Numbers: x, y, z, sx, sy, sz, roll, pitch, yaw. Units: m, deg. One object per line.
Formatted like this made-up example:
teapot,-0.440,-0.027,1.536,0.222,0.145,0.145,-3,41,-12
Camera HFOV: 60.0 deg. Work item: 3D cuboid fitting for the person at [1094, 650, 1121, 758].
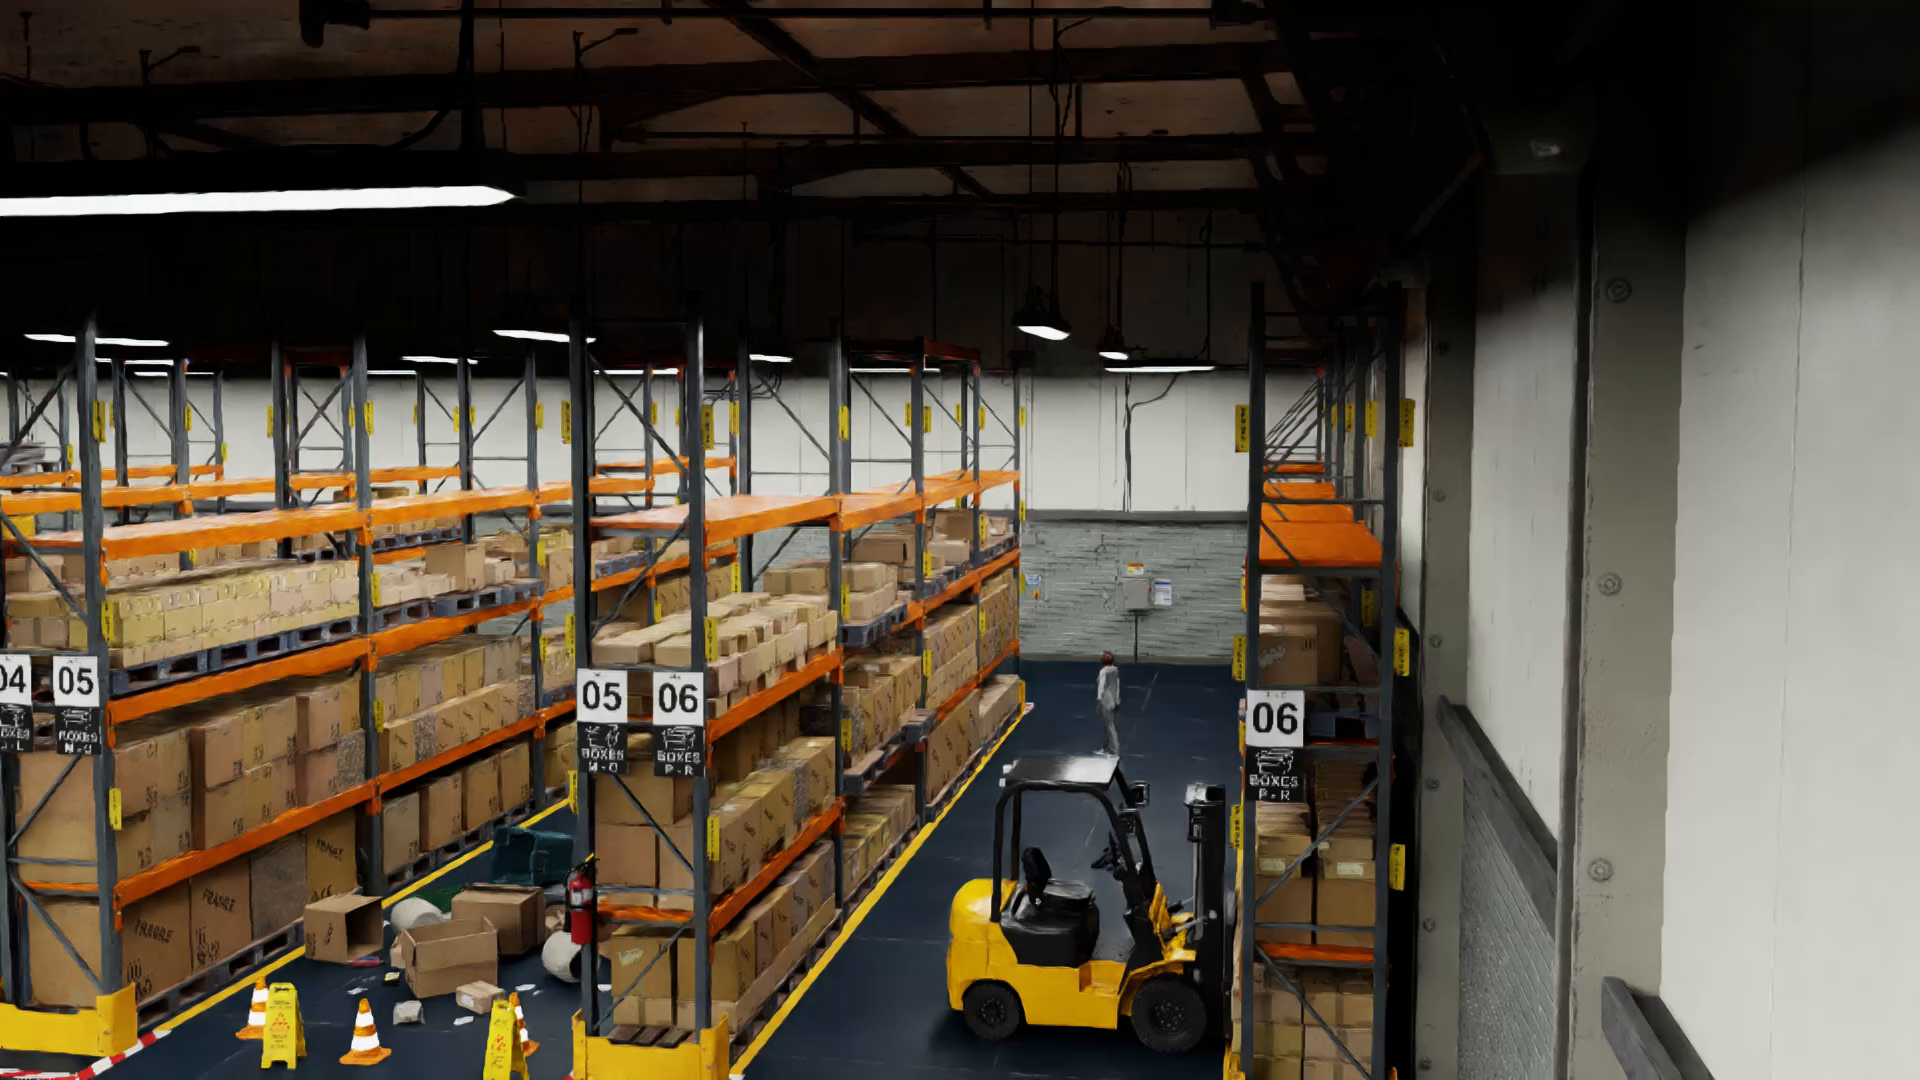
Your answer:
person,2.158,2.399,24.335,0.536,1.590,0.523,3,6,34
